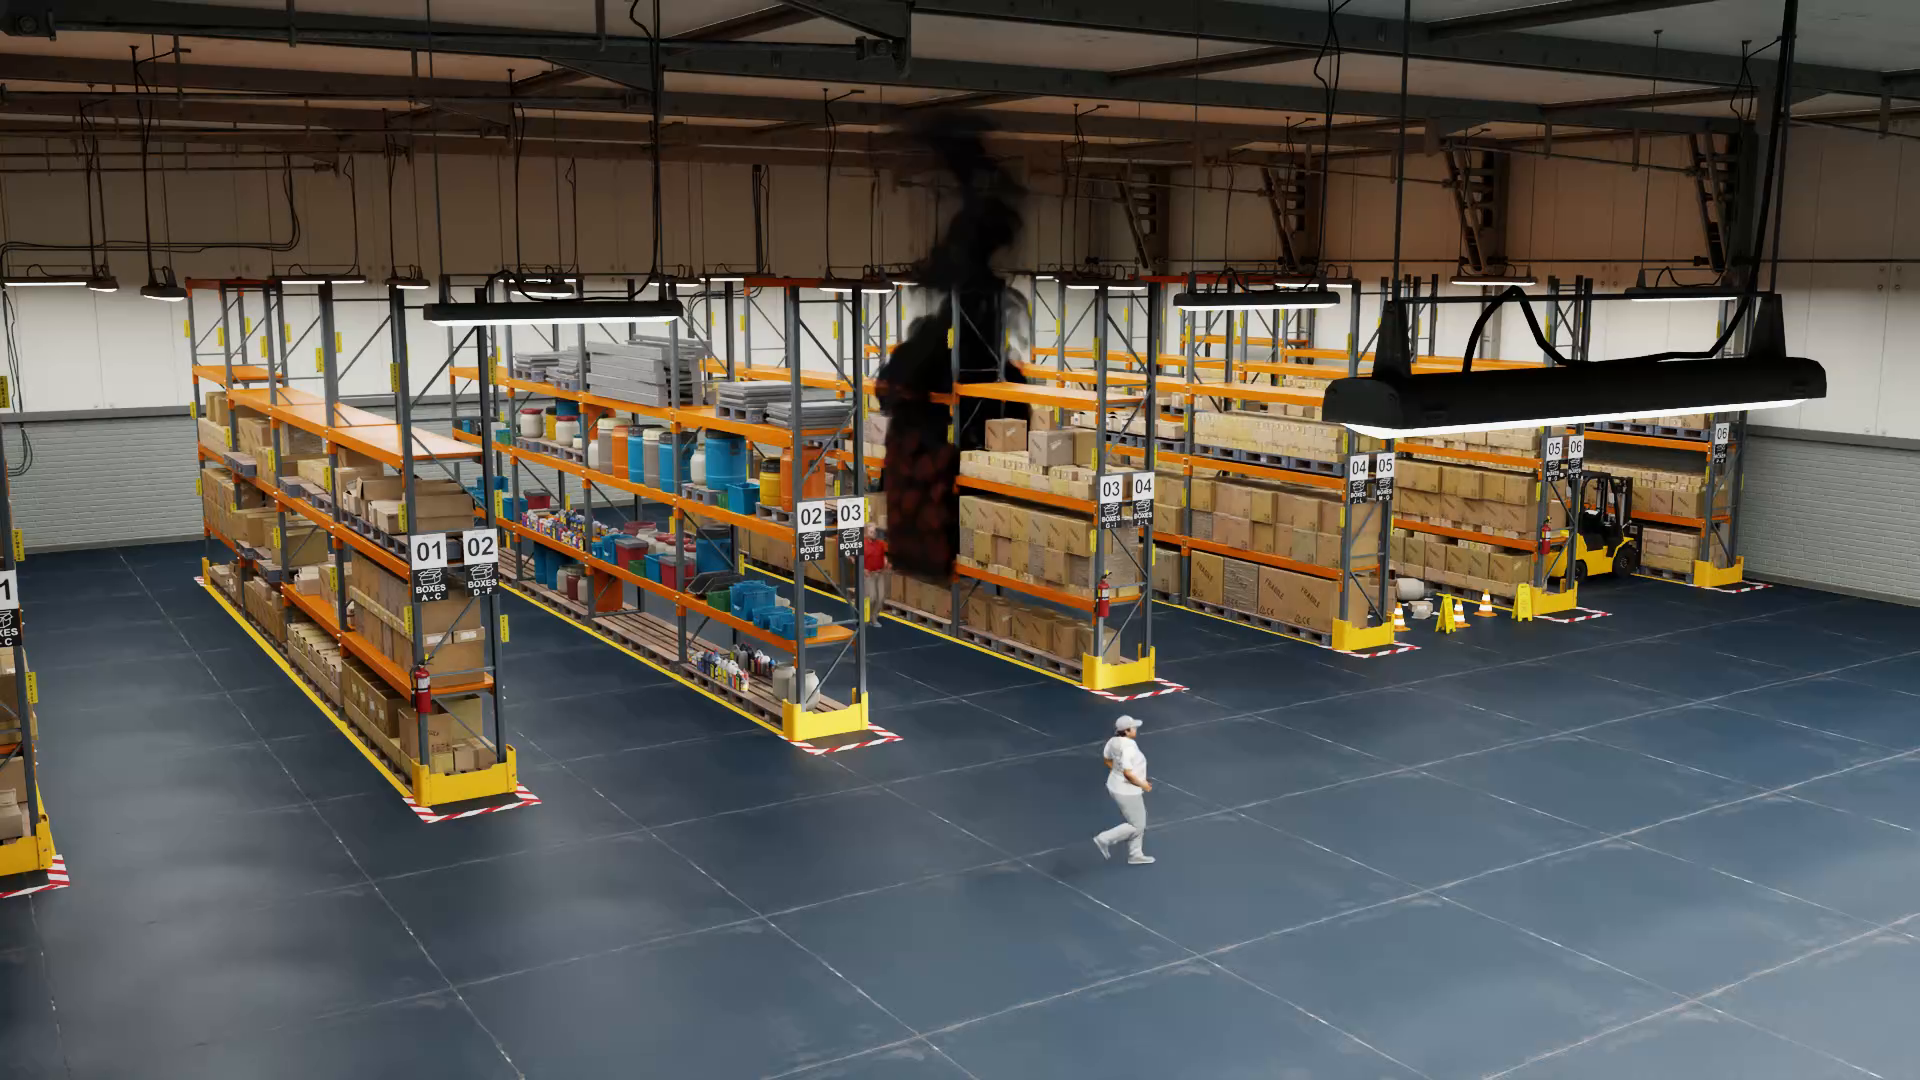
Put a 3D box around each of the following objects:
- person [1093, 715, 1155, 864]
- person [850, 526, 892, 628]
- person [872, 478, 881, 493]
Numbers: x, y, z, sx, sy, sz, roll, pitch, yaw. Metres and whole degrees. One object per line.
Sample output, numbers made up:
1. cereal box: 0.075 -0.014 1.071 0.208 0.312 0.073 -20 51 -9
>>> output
1. person: 1.716 2.634 17.437 0.726 1.628 0.625 -3 10 -16
2. person: -1.433 0.629 27.548 0.658 1.724 0.580 -7 12 -37
3. person: -1.952 -1.516 42.315 0.577 1.534 0.766 0 10 -1
